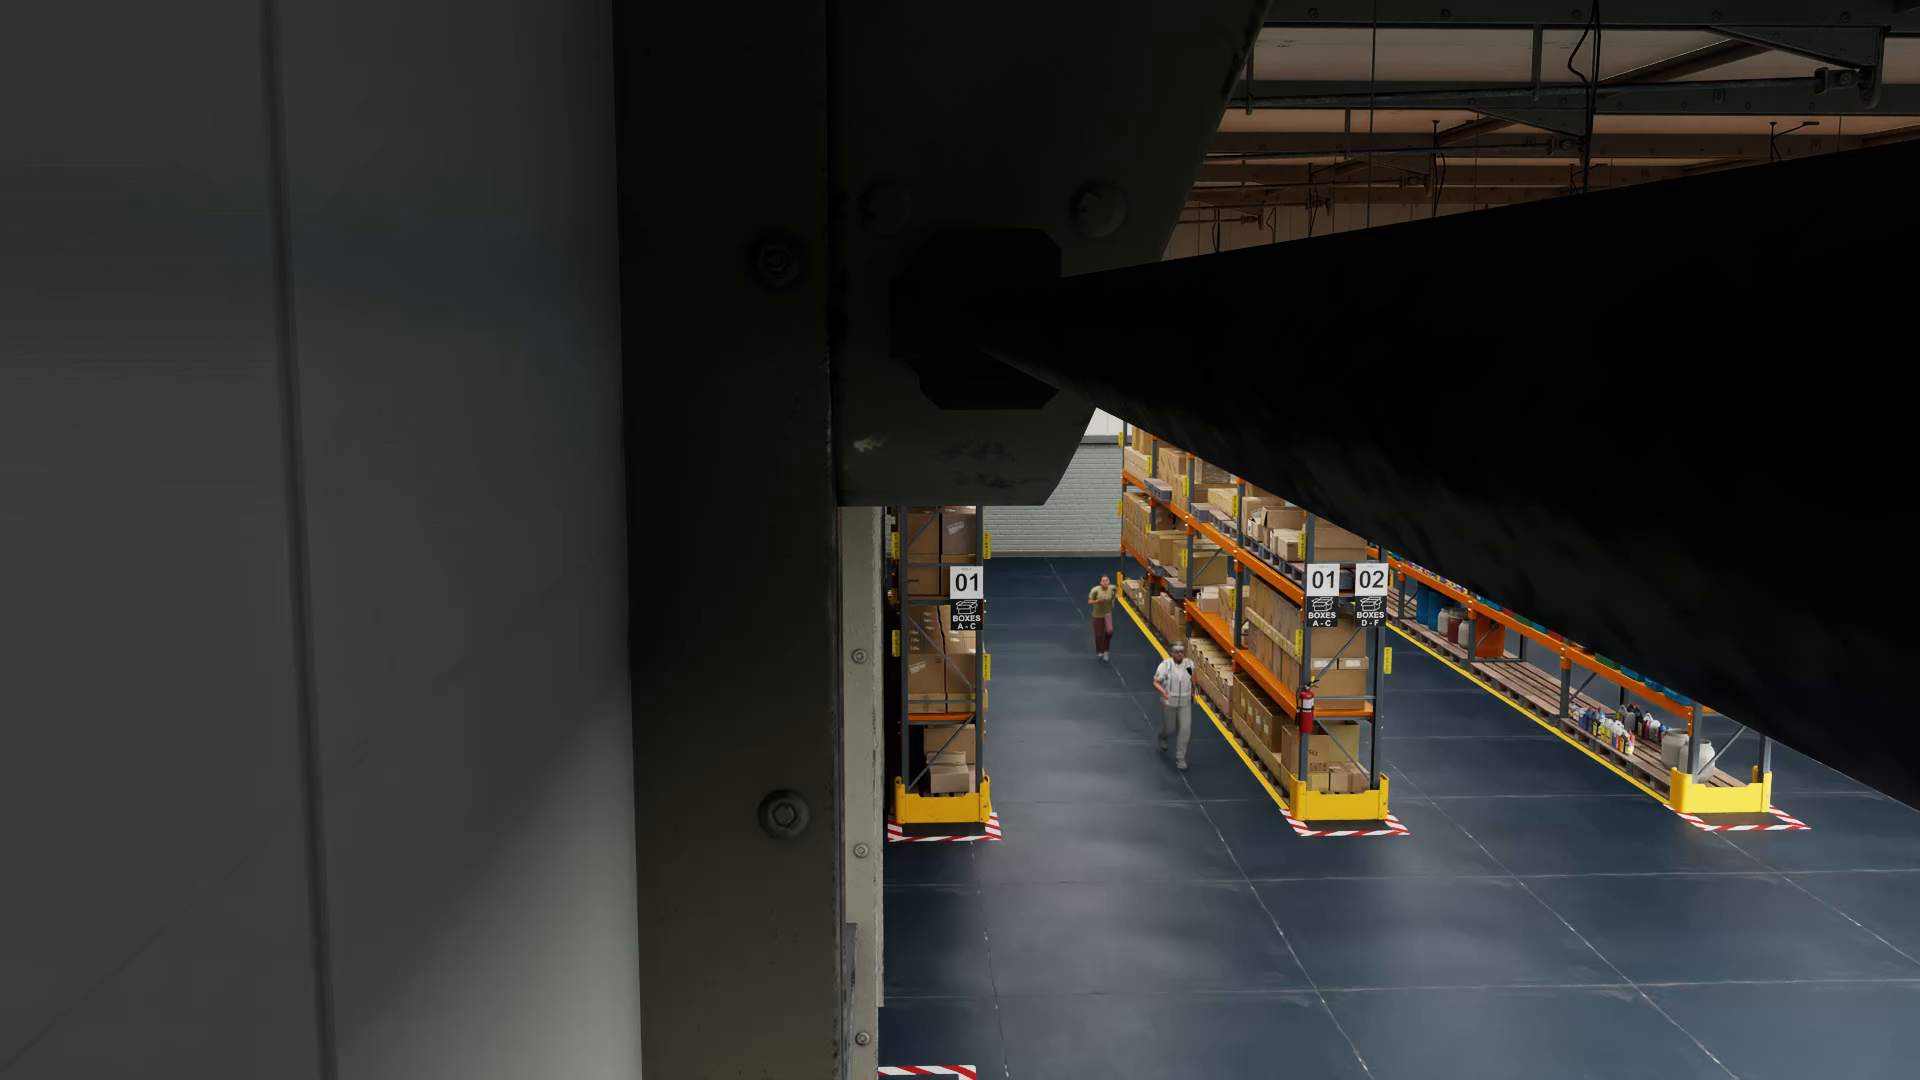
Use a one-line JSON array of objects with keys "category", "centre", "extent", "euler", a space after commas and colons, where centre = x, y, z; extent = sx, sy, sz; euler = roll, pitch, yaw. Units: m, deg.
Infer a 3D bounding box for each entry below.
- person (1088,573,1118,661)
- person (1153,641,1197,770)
[{"category": "person", "centre": [2.543, 1.358, 29.604], "extent": [0.561, 1.587, 0.830], "euler": [0, 8, -2]}, {"category": "person", "centre": [2.992, 2.233, 23.086], "extent": [0.651, 1.760, 0.869], "euler": [-1, 8, -7]}]
